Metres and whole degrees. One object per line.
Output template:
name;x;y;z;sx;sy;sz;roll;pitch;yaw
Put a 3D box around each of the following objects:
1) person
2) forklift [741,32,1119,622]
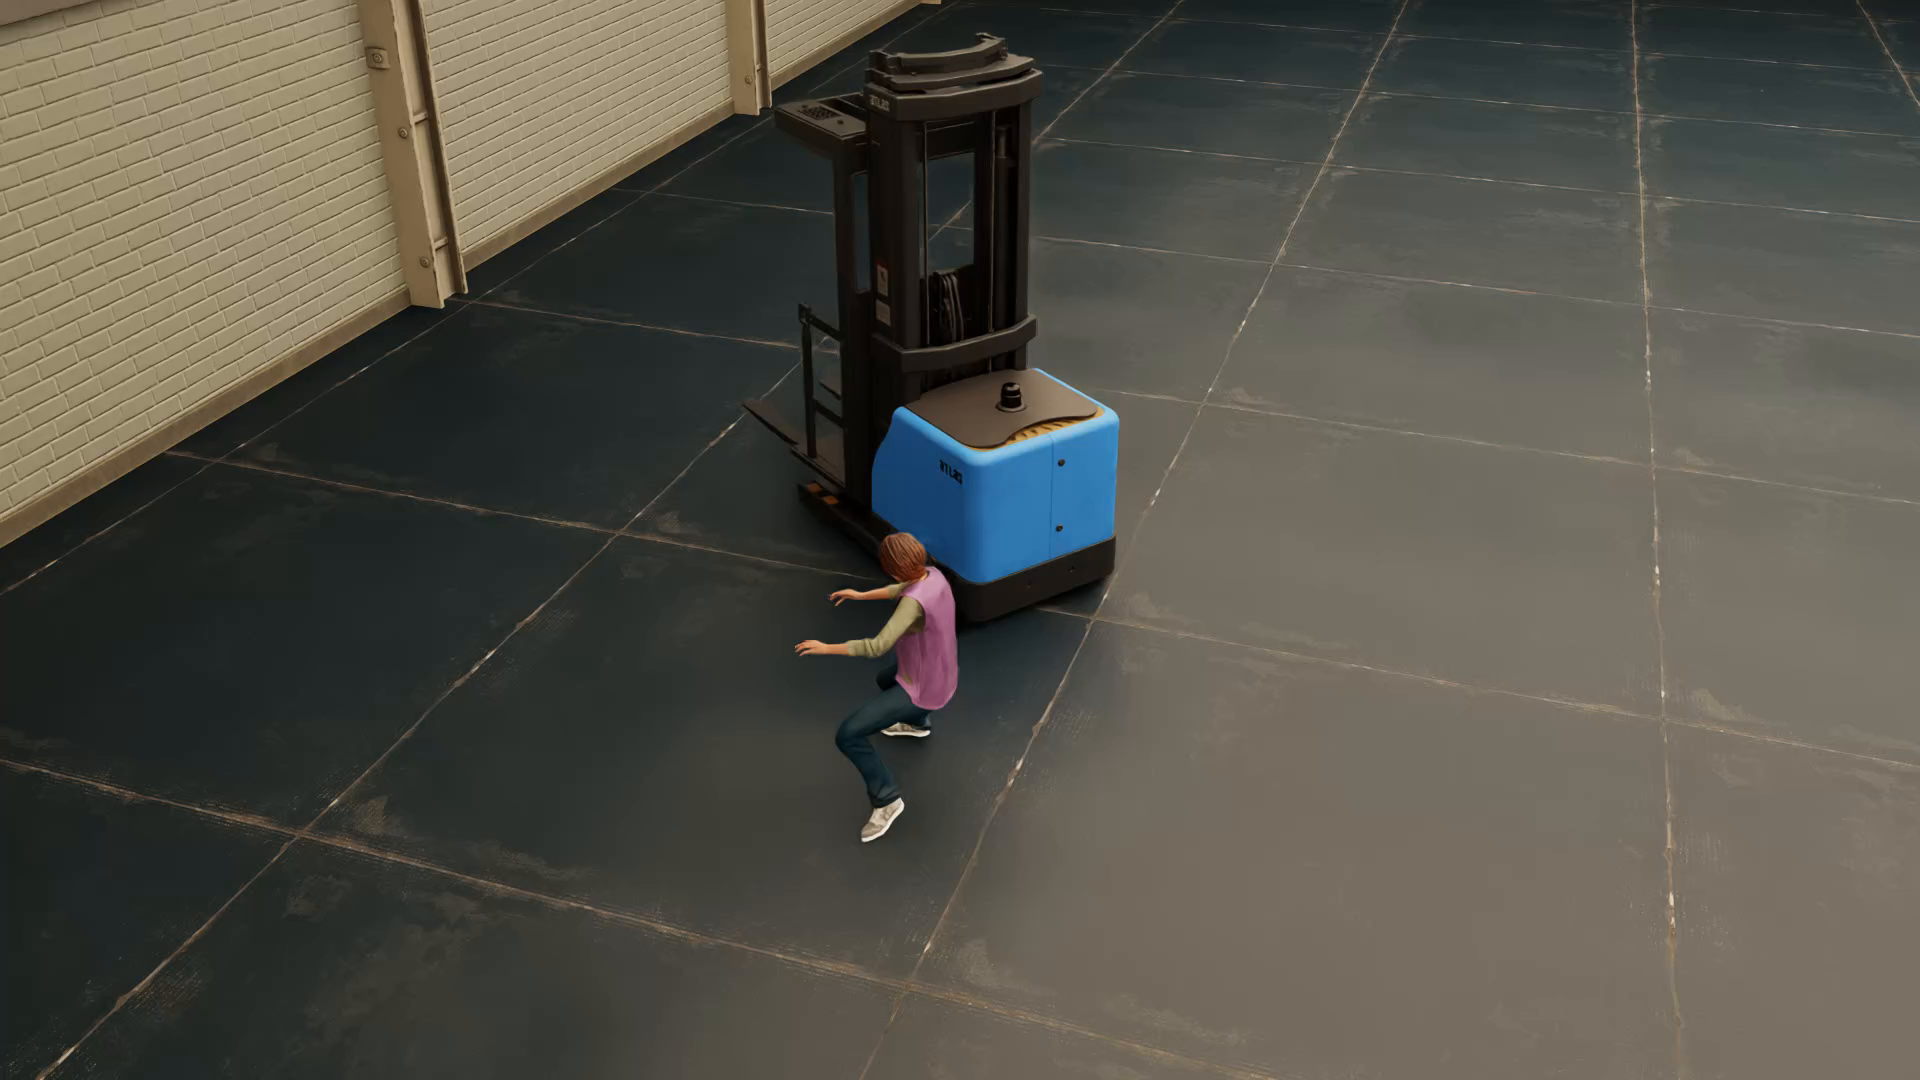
person;-0.338;0.588;7.690;0.658;1.359;0.955;10;31;17
forklift;-0.355;-1.504;9.775;1.130;2.935;3.031;-19;35;-30
